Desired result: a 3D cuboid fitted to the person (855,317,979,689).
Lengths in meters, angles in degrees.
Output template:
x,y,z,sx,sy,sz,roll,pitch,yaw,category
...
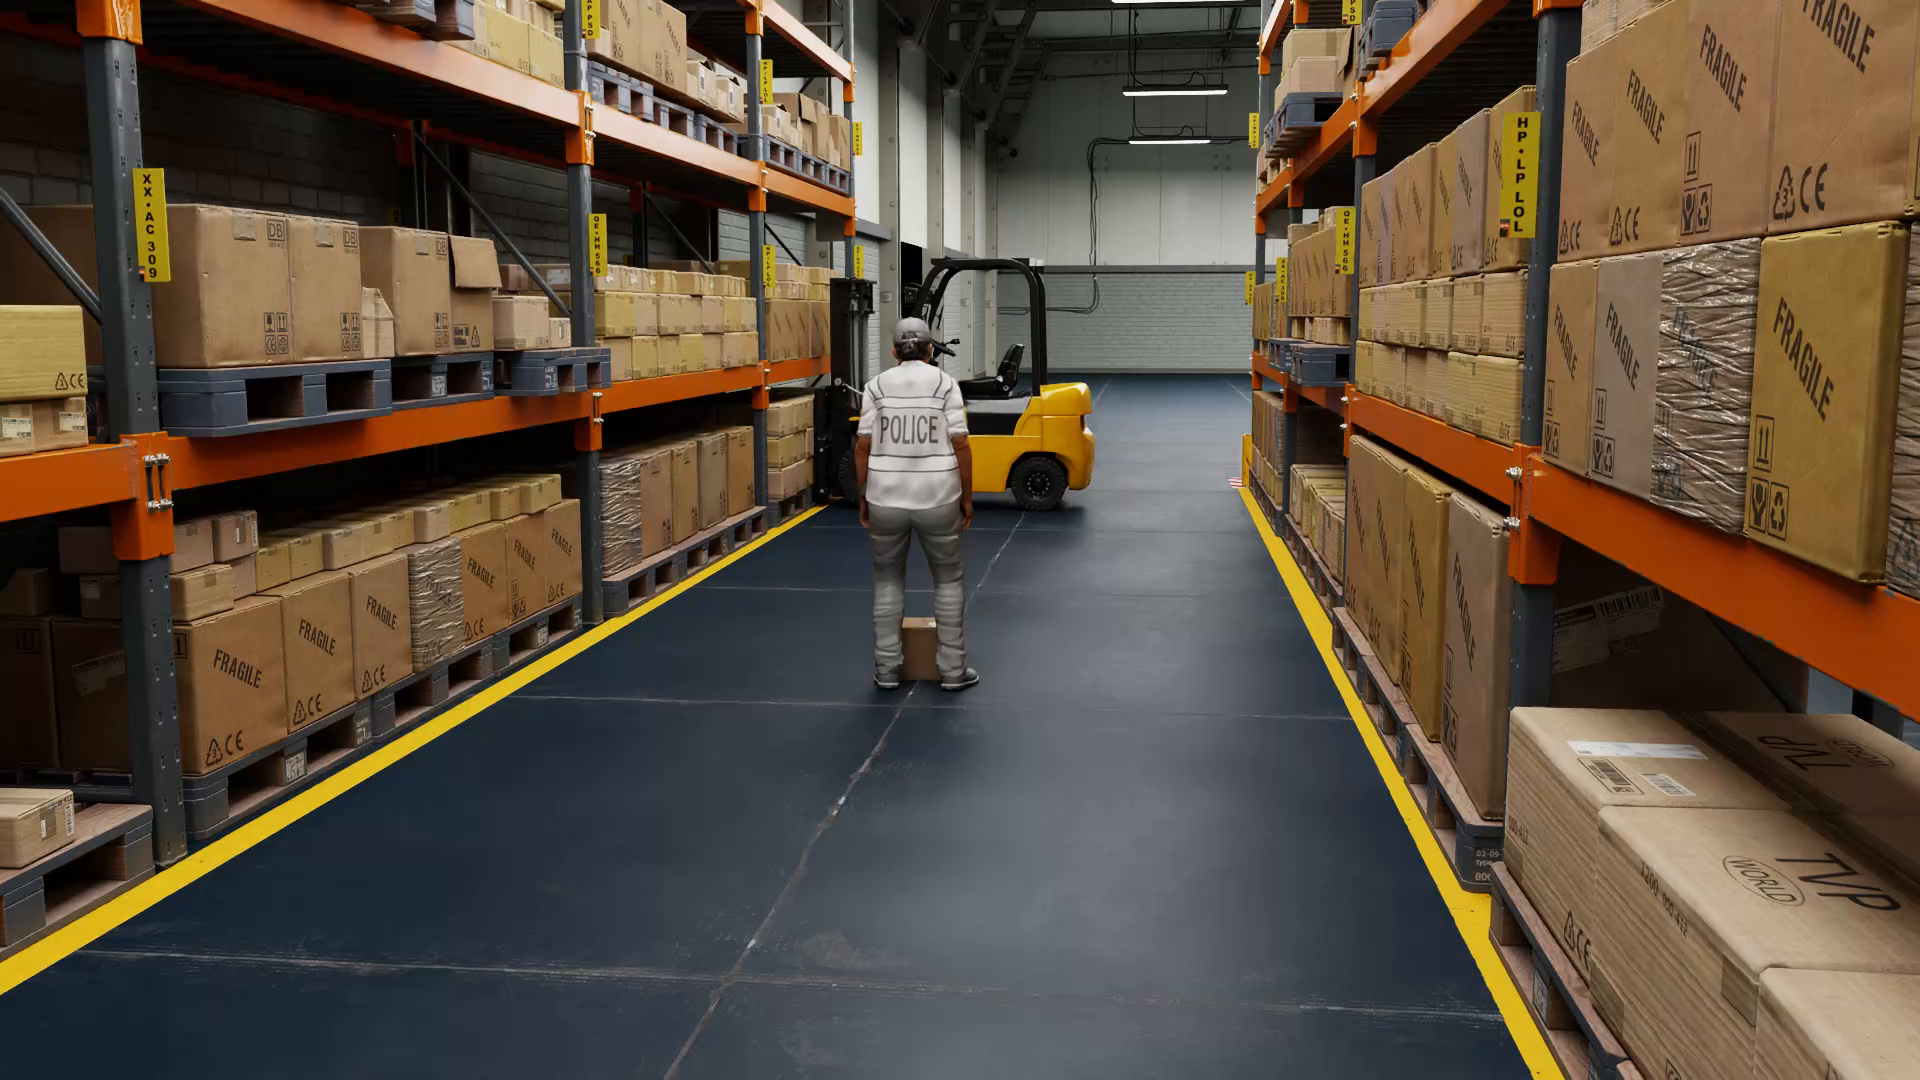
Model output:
x,y,z,sx,sy,sz,roll,pitch,yaw,category
-0.192,-0.164,7.486,0.543,1.666,0.457,1,8,6,person
